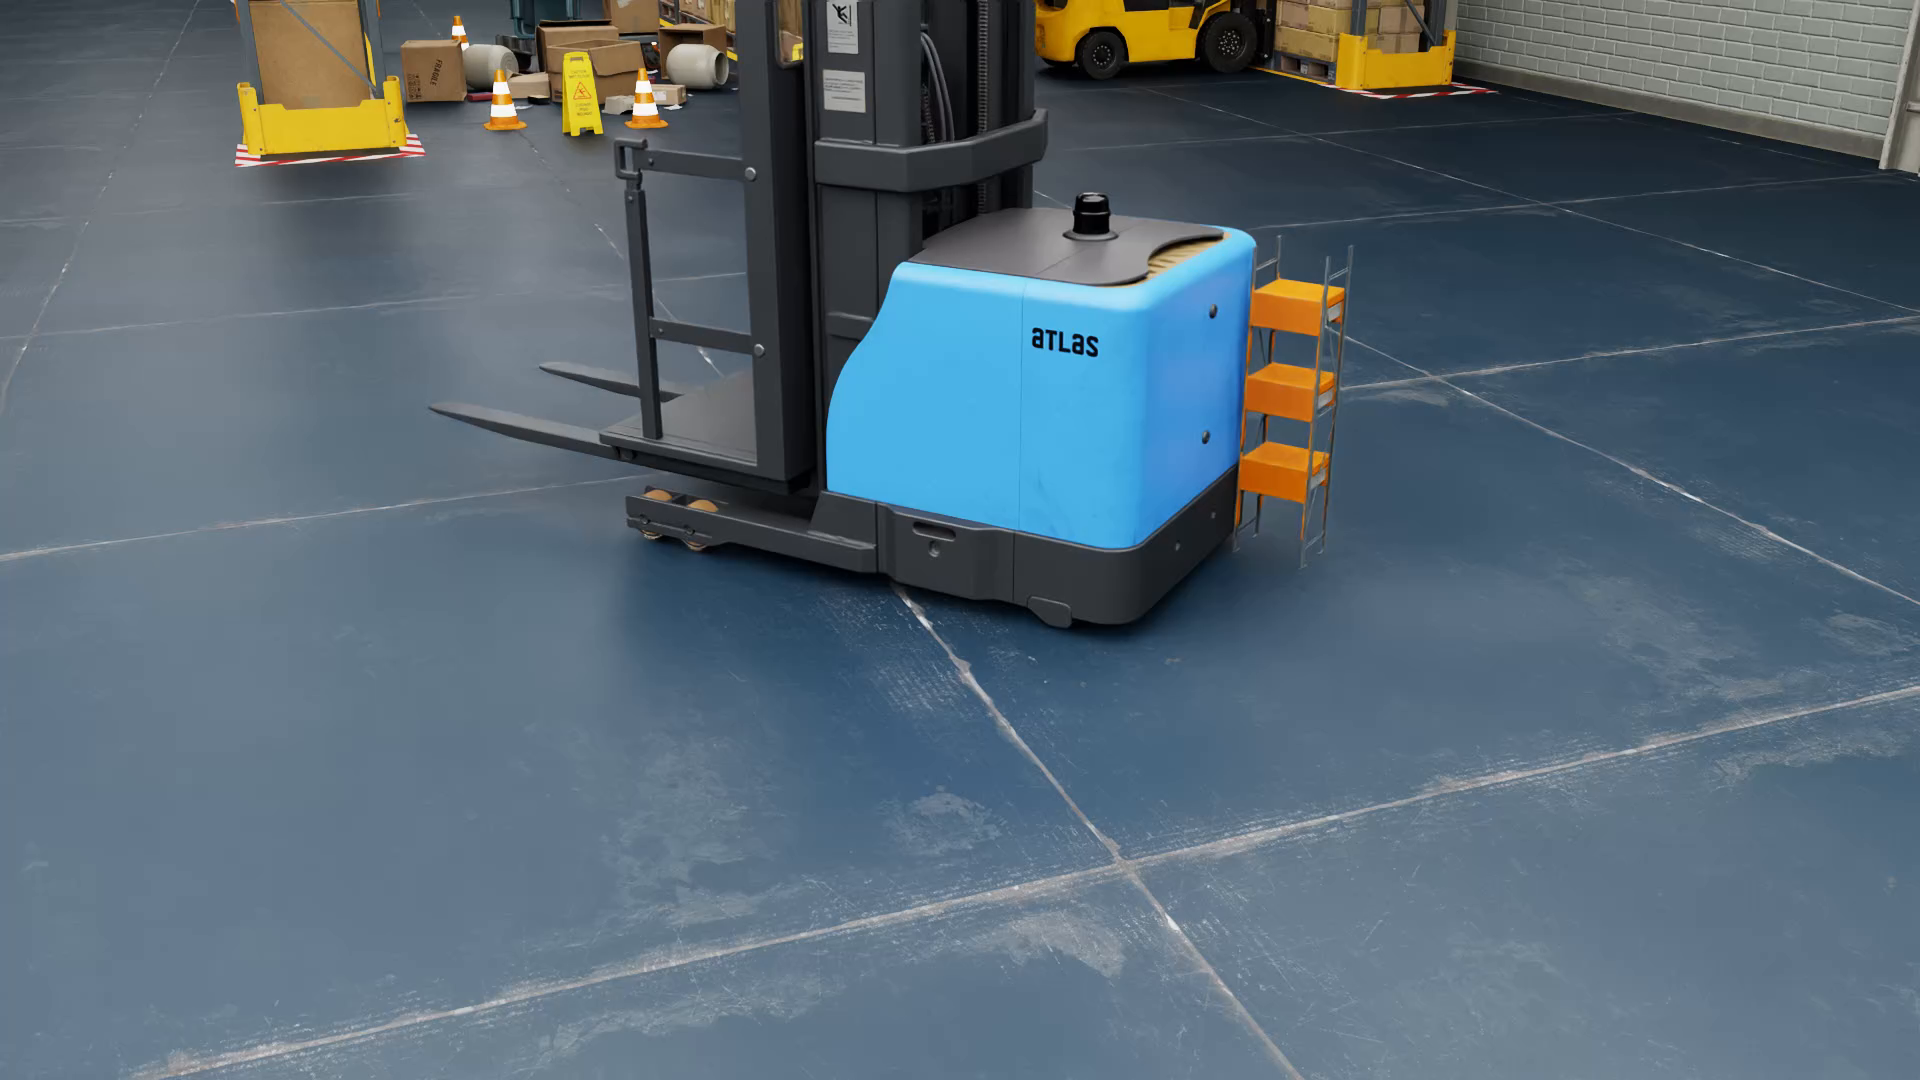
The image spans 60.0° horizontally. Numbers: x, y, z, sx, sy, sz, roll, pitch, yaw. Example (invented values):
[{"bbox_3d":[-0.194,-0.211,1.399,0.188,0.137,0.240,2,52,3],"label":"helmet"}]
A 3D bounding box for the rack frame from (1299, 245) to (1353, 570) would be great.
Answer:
[{"bbox_3d":[1.184,-0.415,5.384,0.008,1.050,0.200,15,27,31],"label":"rack frame"}]

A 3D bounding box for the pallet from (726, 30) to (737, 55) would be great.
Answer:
[{"bbox_3d":[-2.069,-5.646,18.875,1.003,0.211,1.213,-8,24,-19],"label":"pallet"}]

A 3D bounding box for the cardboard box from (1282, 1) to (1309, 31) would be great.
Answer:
[{"bbox_3d":[3.632,-5.352,16.943,0.500,0.250,0.500,-9,24,-20],"label":"cardboard box"}]

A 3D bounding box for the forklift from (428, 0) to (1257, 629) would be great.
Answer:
[{"bbox_3d":[-0.567,-1.482,5.493,3.031,2.935,1.130,12,26,27],"label":"forklift"}]

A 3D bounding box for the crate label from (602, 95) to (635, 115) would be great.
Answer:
[{"bbox_3d":[-2.992,-3.857,14.724,0.298,0.136,0.250,18,29,36],"label":"crate label"}]

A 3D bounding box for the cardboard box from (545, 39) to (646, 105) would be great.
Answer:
[{"bbox_3d":[-3.368,-4.336,15.389,0.637,0.503,0.797,12,26,27],"label":"cardboard box"}]

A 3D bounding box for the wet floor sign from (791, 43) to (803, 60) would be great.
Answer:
[{"bbox_3d":[-1.313,-3.895,14.160,0.267,0.644,0.232,0,23,-1],"label":"wet floor sign"}]

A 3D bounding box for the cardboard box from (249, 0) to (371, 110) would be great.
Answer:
[{"bbox_3d":[-5.276,-3.931,13.410,0.875,0.875,0.875,-8,24,-19],"label":"cardboard box"}]

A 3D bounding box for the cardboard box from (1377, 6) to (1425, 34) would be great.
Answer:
[{"bbox_3d":[4.291,-5.234,16.662,0.500,0.250,0.500,-8,24,-18],"label":"cardboard box"}]

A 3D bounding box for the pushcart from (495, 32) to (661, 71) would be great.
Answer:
[{"bbox_3d":[-3.908,-5.109,17.387,1.648,0.377,0.936,-18,29,-37],"label":"pushcart"}]

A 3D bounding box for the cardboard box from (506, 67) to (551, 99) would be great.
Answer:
[{"bbox_3d":[-4.057,-4.301,15.613,0.396,0.266,0.258,-4,23,-10],"label":"cardboard box"}]

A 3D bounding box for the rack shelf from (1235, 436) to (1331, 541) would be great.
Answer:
[{"bbox_3d":[1.082,-0.176,5.559,0.240,0.259,0.215,15,27,31],"label":"rack shelf"}]

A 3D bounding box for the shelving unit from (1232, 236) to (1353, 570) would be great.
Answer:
[{"bbox_3d":[1.082,-0.442,5.447,0.252,1.050,0.215,15,27,31],"label":"shelving unit"}]

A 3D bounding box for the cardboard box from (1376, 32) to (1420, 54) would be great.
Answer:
[{"bbox_3d":[4.273,-5.010,16.773,0.500,0.250,0.500,-8,24,-19],"label":"cardboard box"}]

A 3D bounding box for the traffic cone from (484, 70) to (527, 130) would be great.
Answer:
[{"bbox_3d":[-3.834,-3.698,13.929,0.336,0.463,0.334,-8,24,-19],"label":"traffic cone"}]

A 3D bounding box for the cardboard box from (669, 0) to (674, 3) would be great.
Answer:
[{"bbox_3d":[-3.372,-7.579,22.065,0.875,0.875,0.875,-9,24,-19],"label":"cardboard box"}]

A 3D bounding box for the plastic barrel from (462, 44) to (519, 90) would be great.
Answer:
[{"bbox_3d":[-4.552,-4.544,15.986,0.512,0.421,0.421,8,24,18],"label":"plastic barrel"}]

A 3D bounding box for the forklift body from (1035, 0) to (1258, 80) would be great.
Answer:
[{"bbox_3d":[1.886,-5.925,17.039,2.313,2.155,1.214,-8,24,-19],"label":"forklift body"}]

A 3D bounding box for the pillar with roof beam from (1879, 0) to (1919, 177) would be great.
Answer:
[{"bbox_3d":[2.952,-6.248,8.988,9.100,9.000,0.400,-8,24,-19],"label":"pillar with roof beam"}]

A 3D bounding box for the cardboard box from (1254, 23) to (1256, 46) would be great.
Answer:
[{"bbox_3d":[3.262,-5.482,17.895,0.500,0.250,0.500,-8,24,-17],"label":"cardboard box"}]

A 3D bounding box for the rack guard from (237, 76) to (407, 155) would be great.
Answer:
[{"bbox_3d":[-4.966,-3.319,12.981,1.175,0.500,0.348,-8,24,-19],"label":"rack guard"}]

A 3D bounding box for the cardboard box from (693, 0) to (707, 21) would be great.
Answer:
[{"bbox_3d":[-2.747,-6.611,20.416,0.950,0.372,0.625,-9,24,-20],"label":"cardboard box"}]

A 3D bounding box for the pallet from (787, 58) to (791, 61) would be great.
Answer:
[{"bbox_3d":[-1.087,-4.681,16.583,1.003,0.211,1.213,-8,24,-19],"label":"pallet"}]

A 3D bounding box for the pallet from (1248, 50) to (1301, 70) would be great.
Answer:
[{"bbox_3d":[3.527,-5.308,18.071,1.003,0.211,1.213,-8,24,-19],"label":"pallet"}]

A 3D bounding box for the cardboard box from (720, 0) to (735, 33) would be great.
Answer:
[{"bbox_3d":[-2.237,-6.082,19.162,0.950,0.372,0.625,-7,24,-16],"label":"cardboard box"}]

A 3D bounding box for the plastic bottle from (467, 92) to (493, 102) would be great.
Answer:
[{"bbox_3d":[-4.420,-4.120,15.446,0.283,0.061,0.133,-18,29,-37],"label":"plastic bottle"}]

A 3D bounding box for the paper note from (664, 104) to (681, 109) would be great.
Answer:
[{"bbox_3d":[-2.575,-3.898,14.958,0.148,0.019,0.142,-18,29,-37],"label":"paper note"}]

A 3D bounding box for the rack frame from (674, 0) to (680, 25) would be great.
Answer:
[{"bbox_3d":[-3.205,-8.102,21.111,1.000,3.000,0.127,-8,24,-19],"label":"rack frame"}]

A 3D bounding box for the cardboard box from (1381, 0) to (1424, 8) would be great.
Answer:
[{"bbox_3d":[4.270,-5.466,16.568,0.500,0.250,0.500,-9,24,-20],"label":"cardboard box"}]

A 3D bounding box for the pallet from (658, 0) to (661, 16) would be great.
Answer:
[{"bbox_3d":[-3.841,-7.557,23.407,1.003,0.211,1.213,-8,24,-19],"label":"pallet"}]

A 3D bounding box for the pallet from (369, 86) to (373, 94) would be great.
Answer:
[{"bbox_3d":[-5.757,-3.917,14.771,1.003,0.211,1.213,-8,24,-19],"label":"pallet"}]

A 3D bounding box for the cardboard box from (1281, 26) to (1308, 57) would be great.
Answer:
[{"bbox_3d":[3.635,-5.114,17.020,0.500,0.250,0.500,-8,24,-19],"label":"cardboard box"}]

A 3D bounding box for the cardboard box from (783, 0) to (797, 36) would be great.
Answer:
[{"bbox_3d":[-1.455,-5.288,16.468,0.500,0.500,0.500,-7,24,-16],"label":"cardboard box"}]

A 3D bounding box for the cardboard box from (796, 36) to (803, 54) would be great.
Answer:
[{"bbox_3d":[-1.282,-4.757,16.175,0.500,0.250,0.500,-9,25,-21],"label":"cardboard box"}]

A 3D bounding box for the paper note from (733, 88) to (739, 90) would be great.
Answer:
[{"bbox_3d":[-2.116,-4.366,16.069,0.142,0.019,0.148,-18,29,-37],"label":"paper note"}]

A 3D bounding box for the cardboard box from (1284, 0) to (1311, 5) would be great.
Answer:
[{"bbox_3d":[3.623,-5.574,16.825,0.500,0.250,0.500,-8,24,-18],"label":"cardboard box"}]

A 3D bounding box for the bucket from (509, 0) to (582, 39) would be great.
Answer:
[{"bbox_3d":[-4.183,-5.392,16.938,0.726,0.611,0.620,0,13,-1],"label":"bucket"}]

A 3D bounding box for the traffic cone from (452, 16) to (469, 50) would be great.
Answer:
[{"bbox_3d":[-5.449,-5.458,18.105,0.336,0.463,0.334,-8,24,-19],"label":"traffic cone"}]

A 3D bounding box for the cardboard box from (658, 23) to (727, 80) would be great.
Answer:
[{"bbox_3d":[-2.687,-4.922,16.781,0.500,0.500,0.500,8,24,18],"label":"cardboard box"}]

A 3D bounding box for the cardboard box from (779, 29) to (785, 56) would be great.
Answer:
[{"bbox_3d":[-1.637,-5.131,17.062,0.500,0.250,0.500,-7,24,-16],"label":"cardboard box"}]

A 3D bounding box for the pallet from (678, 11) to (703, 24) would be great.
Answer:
[{"bbox_3d":[-2.931,-6.533,20.978,1.003,0.211,1.213,-8,24,-19],"label":"pallet"}]

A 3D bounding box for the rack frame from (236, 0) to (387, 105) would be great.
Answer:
[{"bbox_3d":[-4.974,-4.479,12.516,1.000,3.000,0.127,-8,24,-19],"label":"rack frame"}]
